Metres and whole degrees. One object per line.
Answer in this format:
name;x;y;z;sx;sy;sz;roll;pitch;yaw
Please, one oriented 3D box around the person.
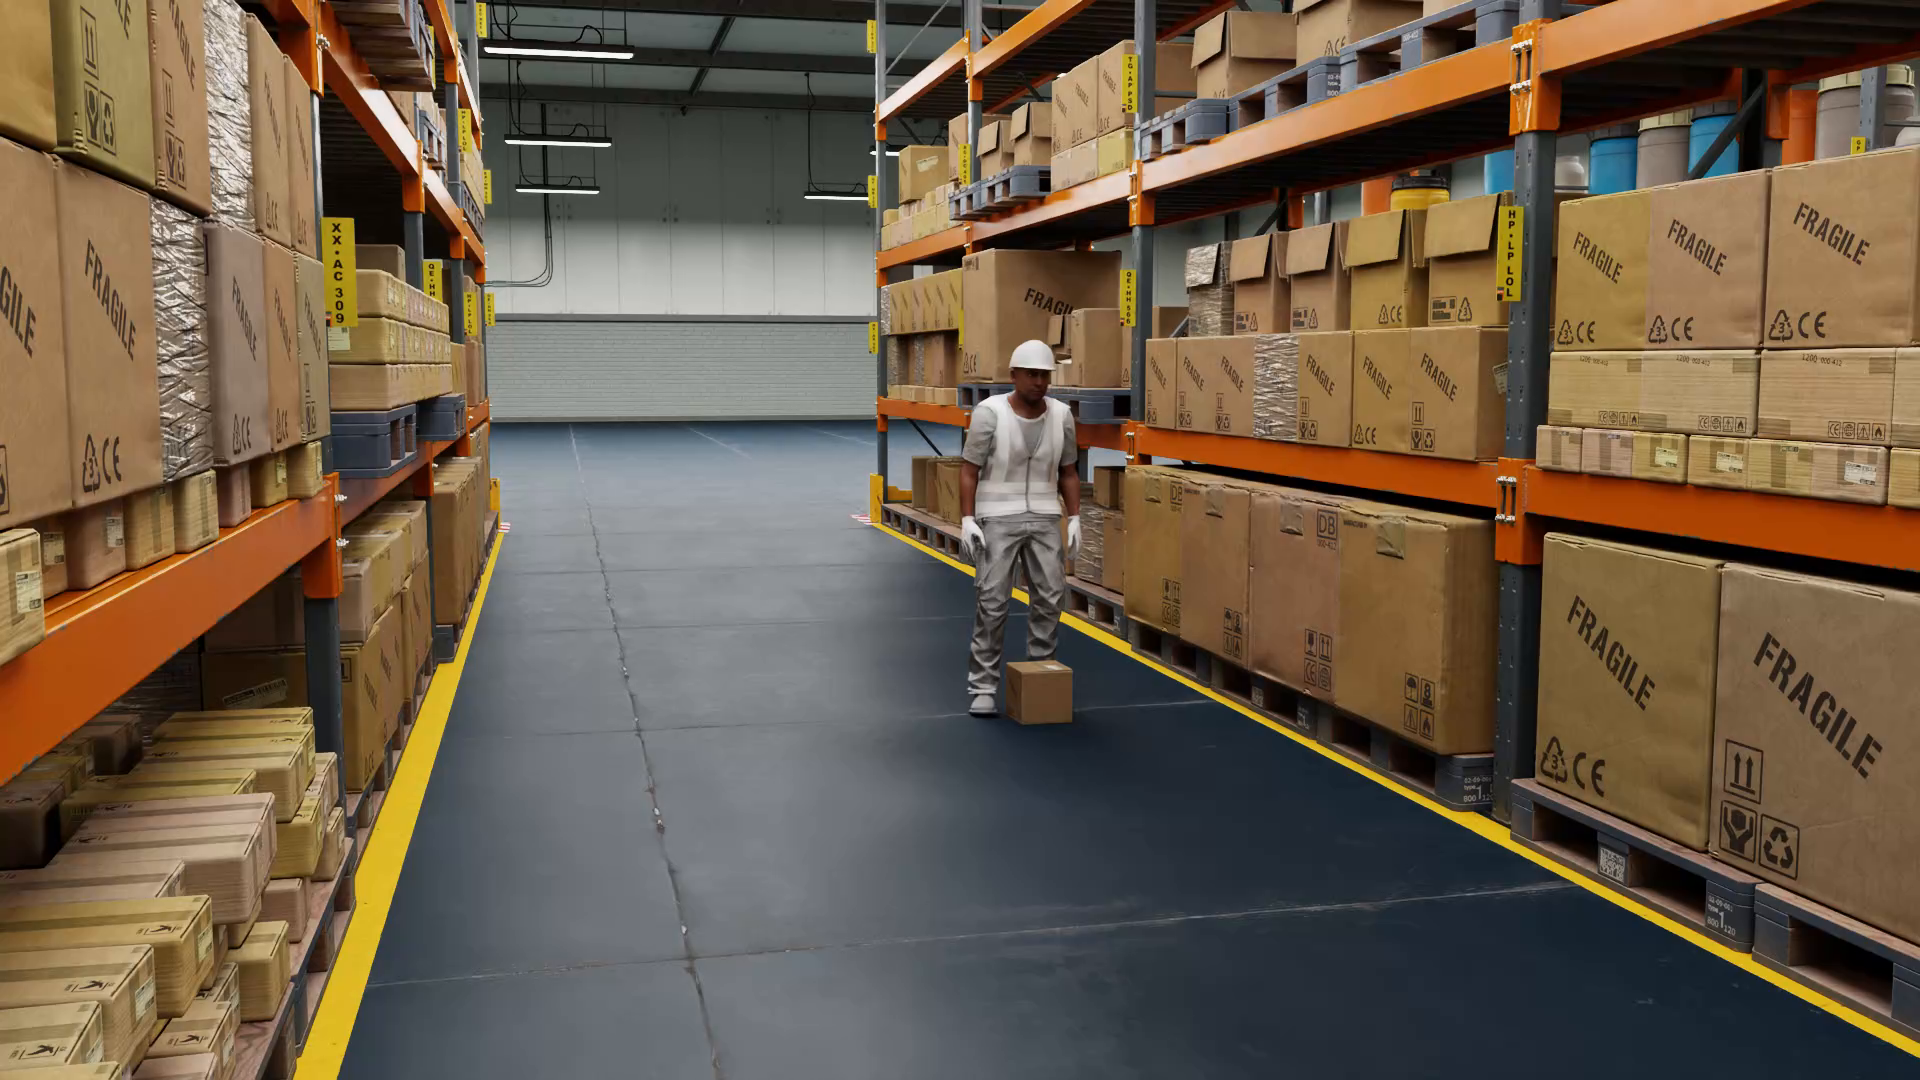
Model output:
person;0.296;-0.063;7.948;0.616;1.772;0.452;-2;6;-16
